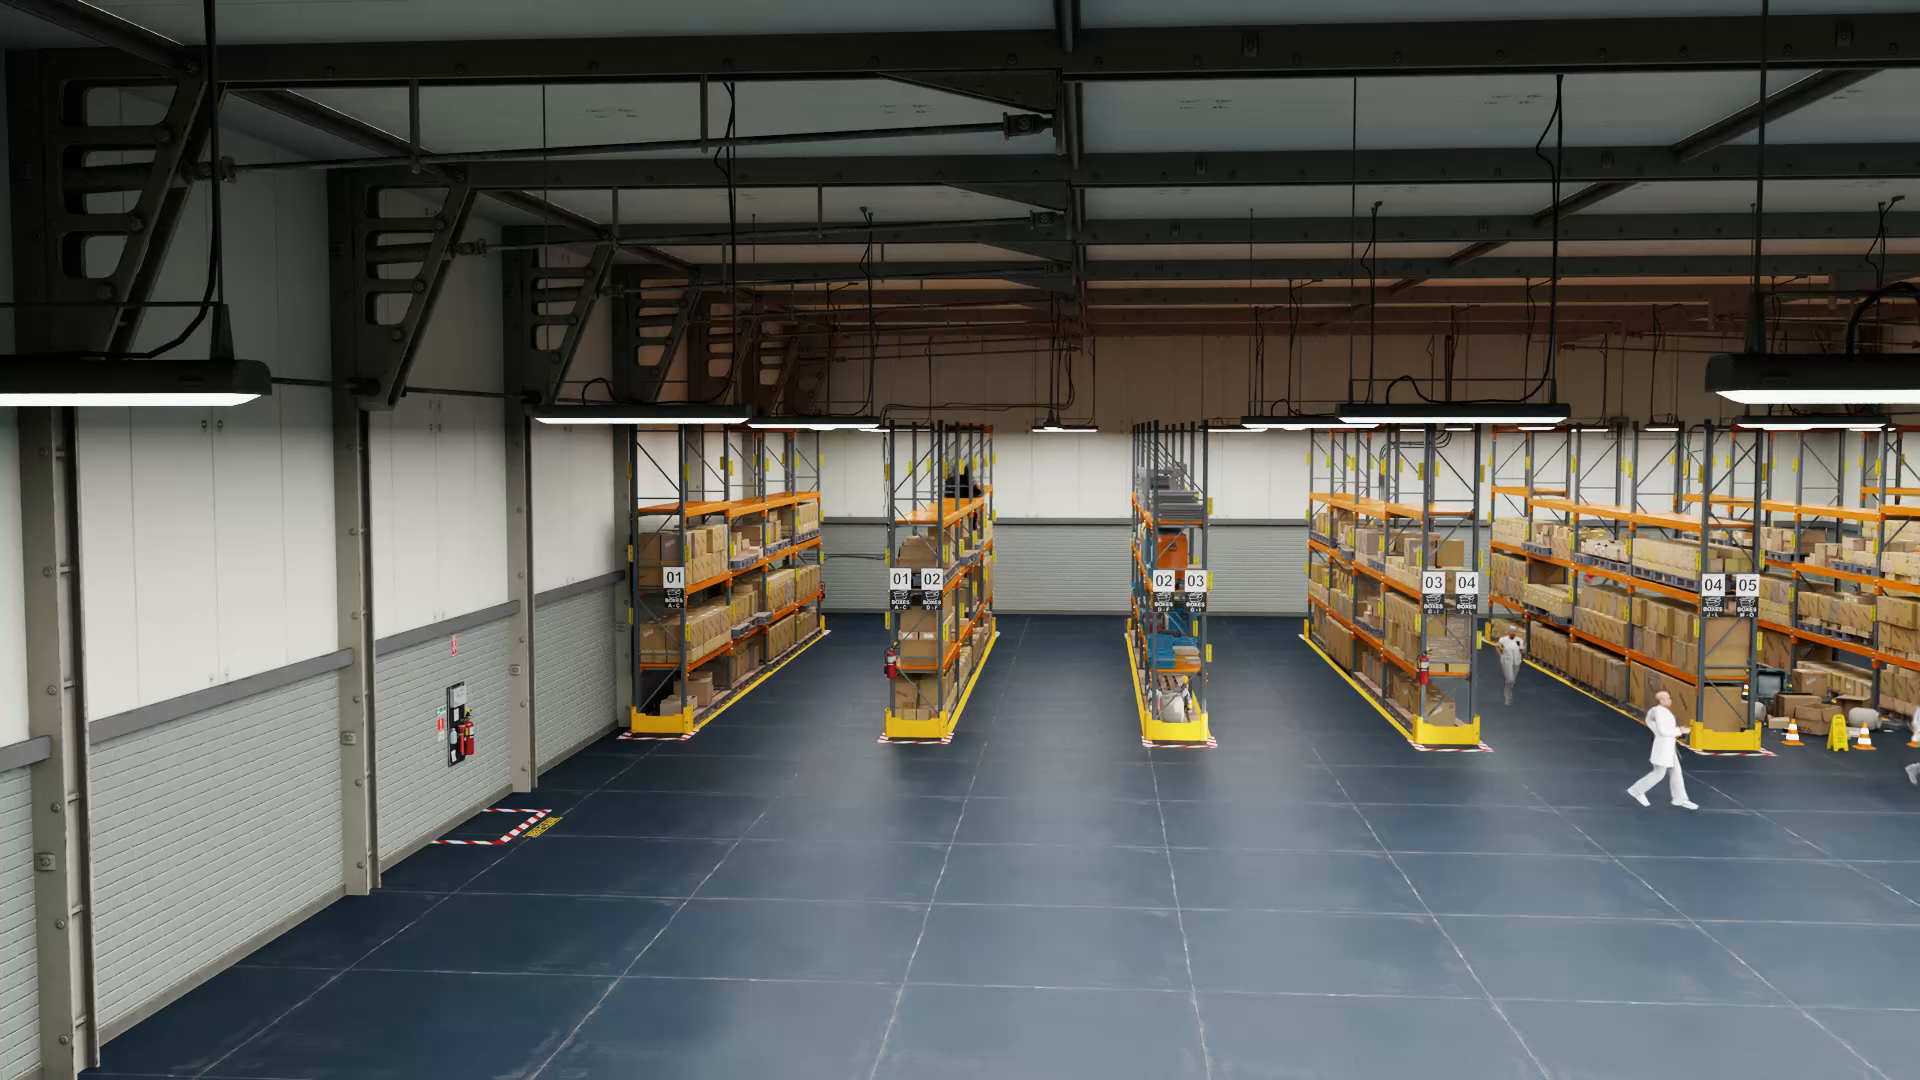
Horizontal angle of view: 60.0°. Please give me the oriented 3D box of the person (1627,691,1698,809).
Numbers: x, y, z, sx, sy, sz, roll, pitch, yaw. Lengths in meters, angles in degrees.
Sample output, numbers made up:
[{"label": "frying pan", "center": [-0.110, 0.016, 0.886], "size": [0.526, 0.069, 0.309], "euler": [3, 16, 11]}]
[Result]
[{"label": "person", "center": [10.731, 3.189, 25.347], "size": [1.001, 1.770, 0.710], "euler": [2, 4, 26]}]

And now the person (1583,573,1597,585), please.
[{"label": "person", "center": [17.953, 1.837, 47.289], "size": [0.930, 1.829, 0.673], "euler": [0, 4, 5]}]

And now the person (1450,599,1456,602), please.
[{"label": "person", "center": [13.501, 1.954, 46.716], "size": [0.854, 1.628, 0.821], "euler": [3, 5, 44]}]

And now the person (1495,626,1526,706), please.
[{"label": "person", "center": [11.727, 2.678, 35.347], "size": [0.573, 1.737, 0.733], "euler": [0, 4, -3]}]

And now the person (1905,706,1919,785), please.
[{"label": "person", "center": [15.398, 3.182, 26.526], "size": [0.687, 1.734, 0.640], "euler": [-3, 4, -35]}]
